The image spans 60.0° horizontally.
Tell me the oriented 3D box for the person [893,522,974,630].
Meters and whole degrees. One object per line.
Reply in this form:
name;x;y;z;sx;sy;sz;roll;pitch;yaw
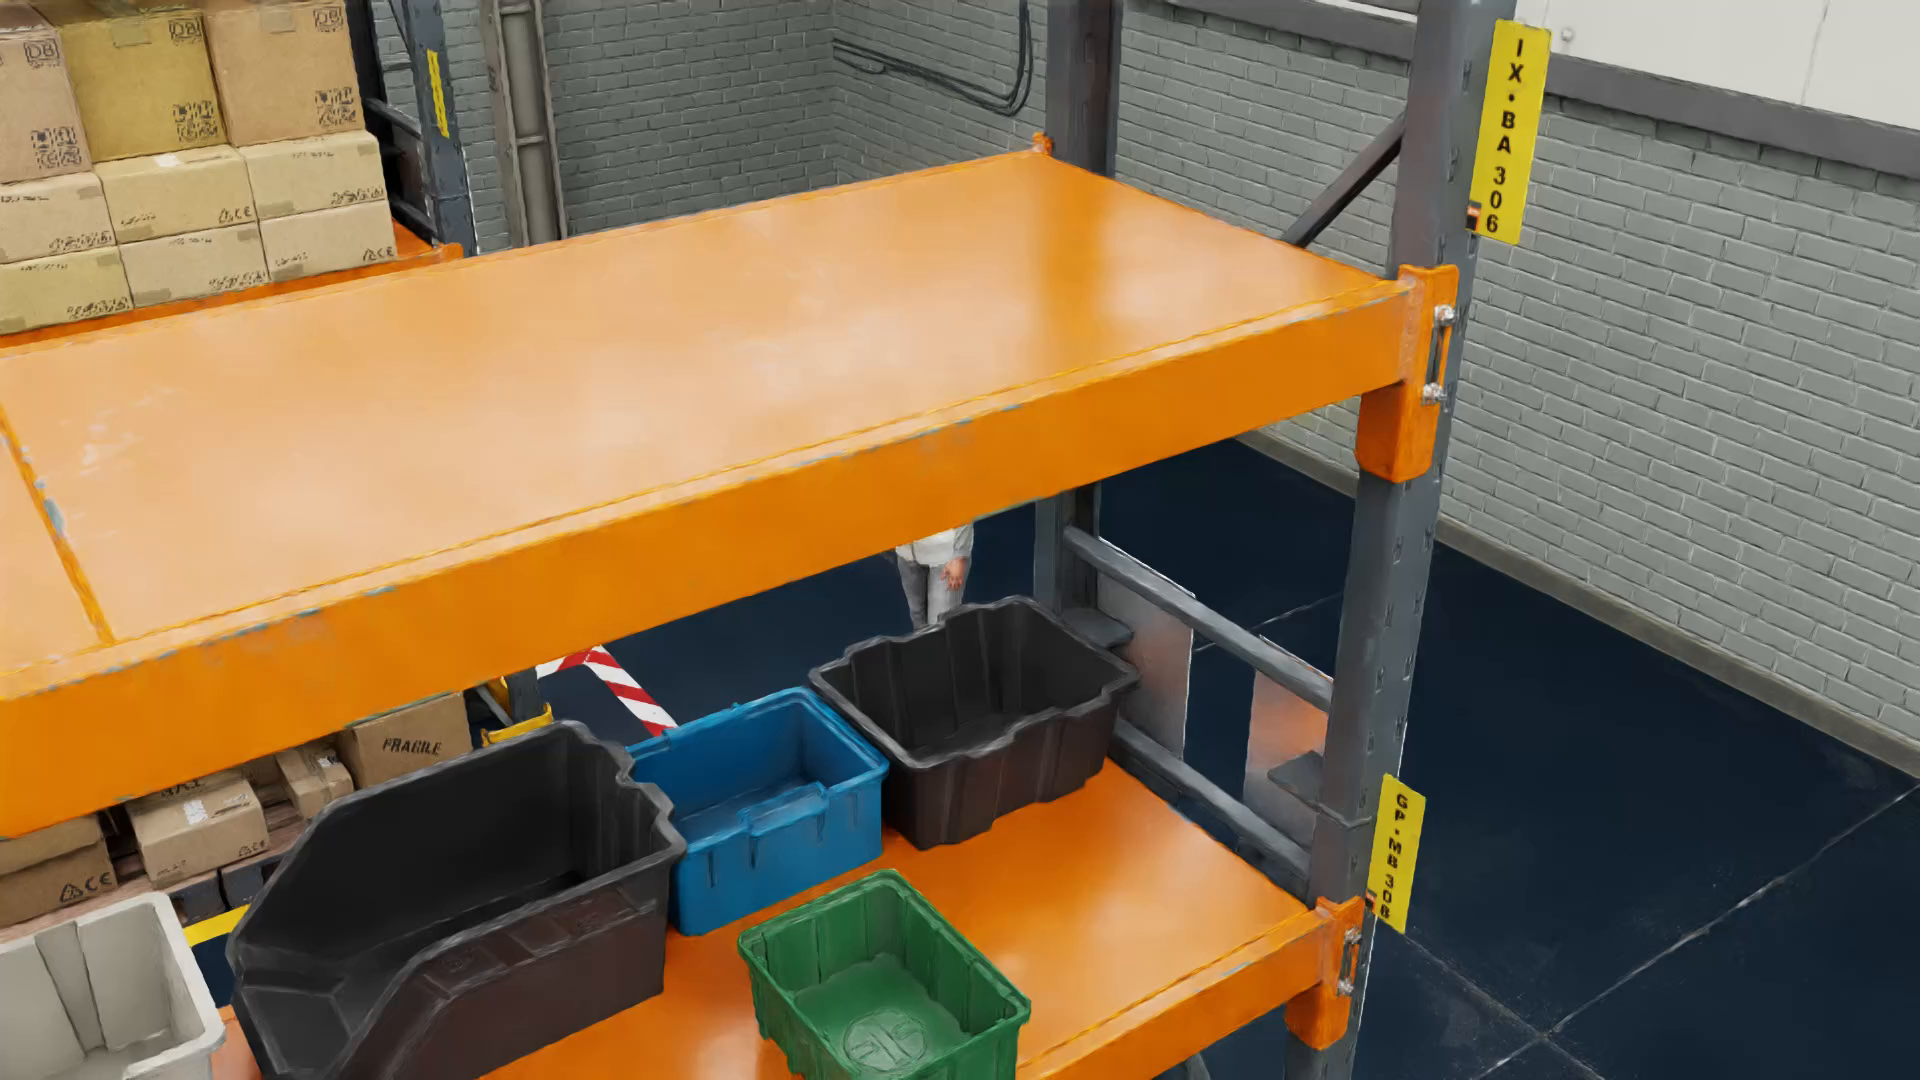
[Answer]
person;-0.189;0.052;8.545;0.562;1.747;0.595;16;32;27
